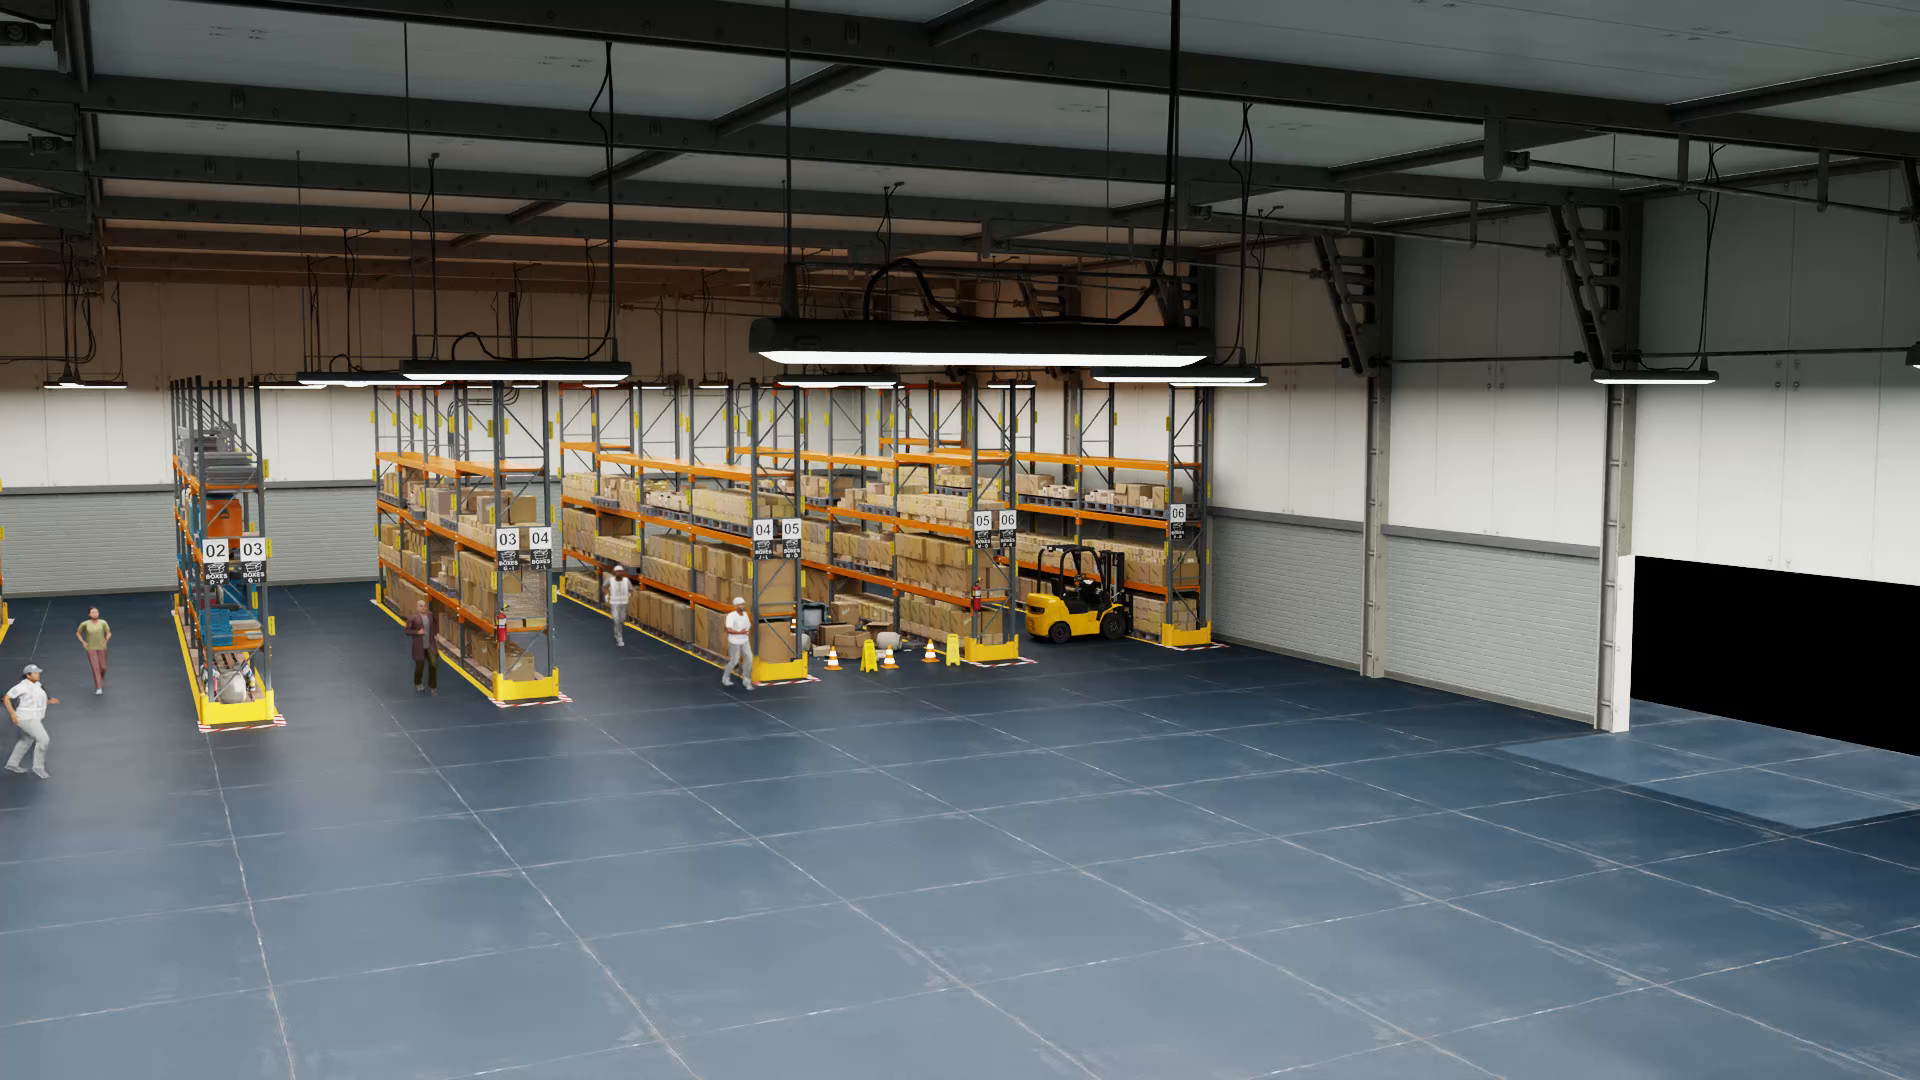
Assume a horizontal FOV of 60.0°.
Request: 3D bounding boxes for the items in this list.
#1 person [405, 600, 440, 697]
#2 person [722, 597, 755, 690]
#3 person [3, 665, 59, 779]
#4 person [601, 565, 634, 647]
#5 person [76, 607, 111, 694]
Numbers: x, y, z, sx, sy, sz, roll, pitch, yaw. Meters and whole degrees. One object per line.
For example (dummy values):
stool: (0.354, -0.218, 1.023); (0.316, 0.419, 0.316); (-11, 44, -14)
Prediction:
person: (-10.141, 2.052, 31.405); (0.687, 1.851, 0.867); (-4, 6, -35)
person: (-4.254, 2.012, 32.014); (0.757, 1.848, 0.724); (4, 6, 35)
person: (-13.805, 2.707, 24.708); (0.807, 1.724, 0.570); (-1, 5, -7)
person: (-7.747, 1.468, 37.756); (0.682, 1.791, 0.989); (-2, 6, -25)
person: (-16.516, 2.085, 31.737); (0.588, 1.651, 0.688); (-4, 6, -35)
